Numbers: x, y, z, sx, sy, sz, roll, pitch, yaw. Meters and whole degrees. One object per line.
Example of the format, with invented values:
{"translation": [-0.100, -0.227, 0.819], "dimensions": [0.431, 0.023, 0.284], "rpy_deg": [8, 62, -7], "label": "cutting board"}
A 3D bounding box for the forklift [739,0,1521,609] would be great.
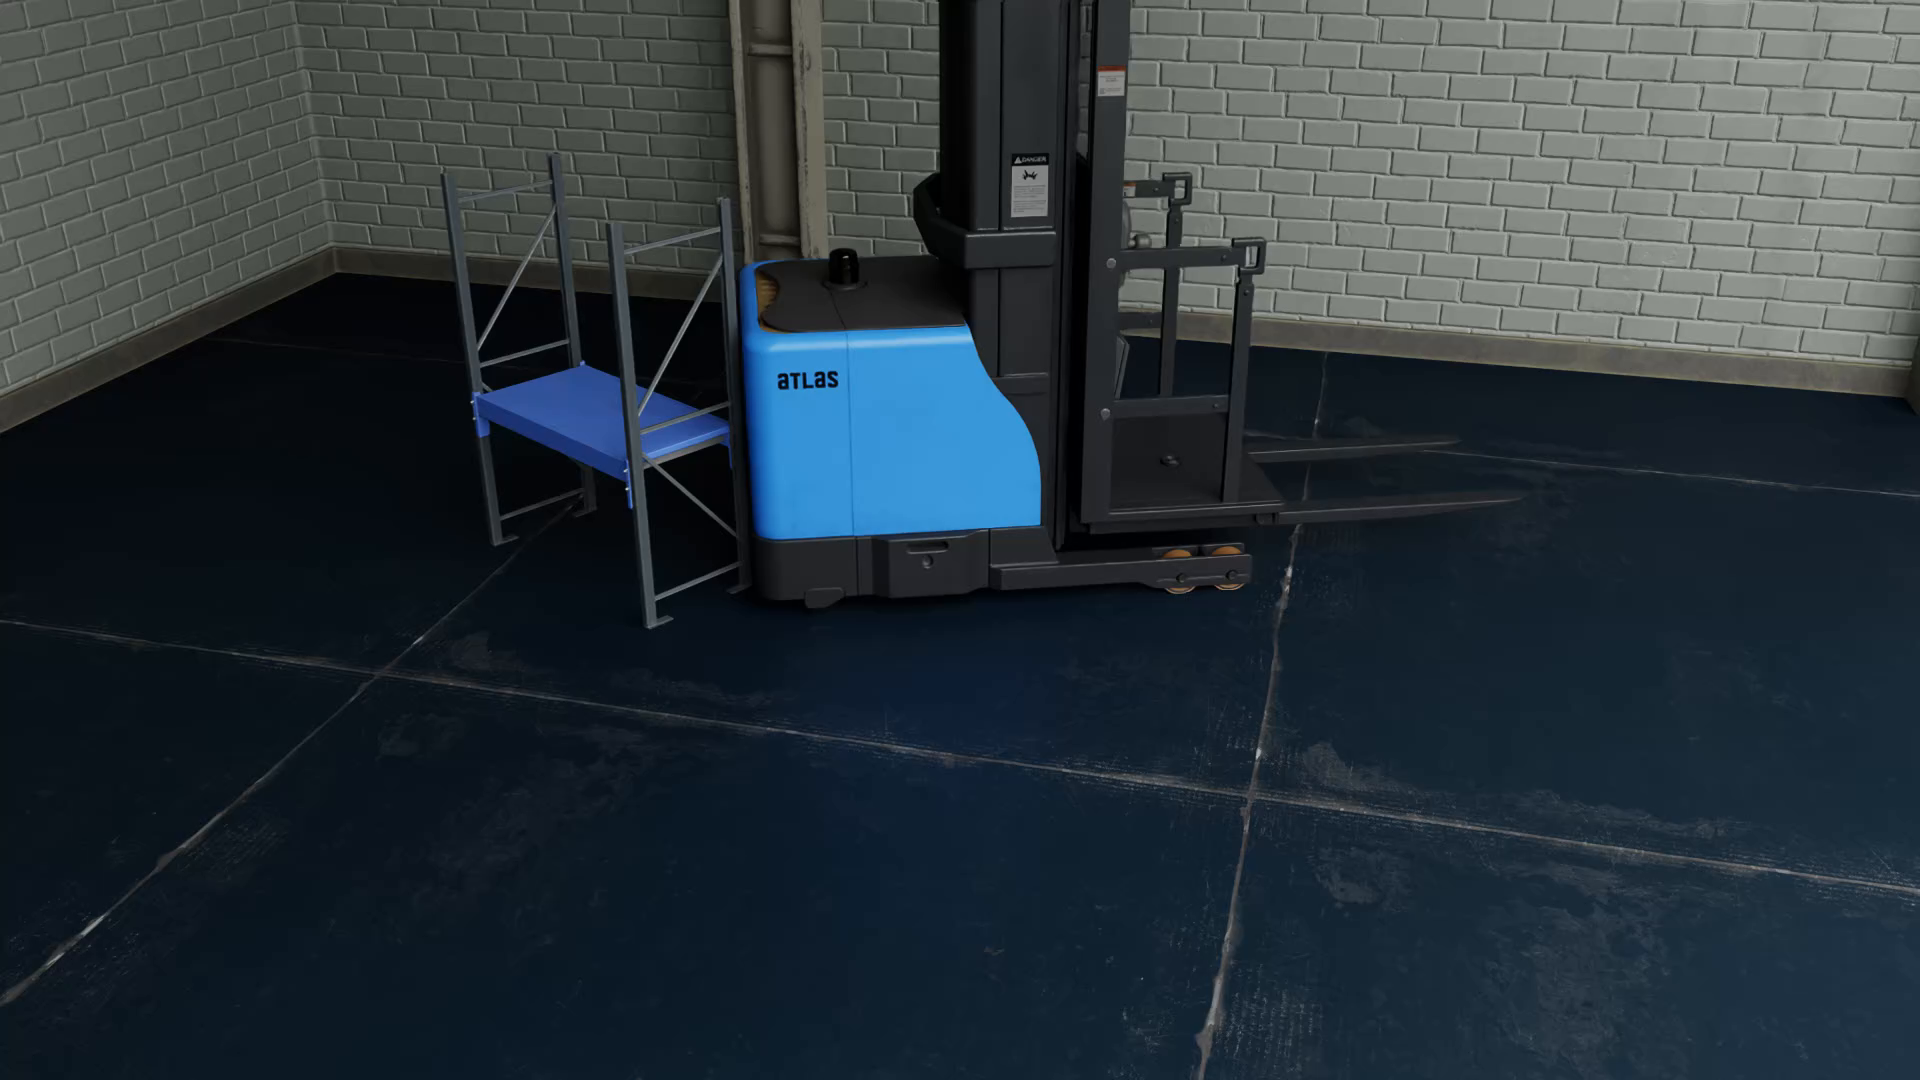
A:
{"translation": [0.677, -1.340, 6.155], "dimensions": [3.031, 2.935, 1.130], "rpy_deg": [-3, 26, -7], "label": "forklift"}

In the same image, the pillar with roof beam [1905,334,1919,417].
{"translation": [3.768, -2.905, 2.382], "dimensions": [0.400, 9.000, 9.100], "rpy_deg": [6, 26, 13], "label": "pillar with roof beam"}

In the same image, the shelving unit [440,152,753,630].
{"translation": [-1.346, -0.582, 6.228], "dimensions": [1.048, 1.500, 0.538], "rpy_deg": [22, 33, 38], "label": "shelving unit"}

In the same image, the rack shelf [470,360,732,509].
{"translation": [-1.346, -0.420, 6.305], "dimensions": [1.000, 0.185, 0.538], "rpy_deg": [22, 33, 38], "label": "rack shelf"}

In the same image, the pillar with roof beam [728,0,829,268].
{"translation": [-2.043, -3.547, 3.732], "dimensions": [0.400, 9.000, 9.100], "rpy_deg": [6, 26, 13], "label": "pillar with roof beam"}

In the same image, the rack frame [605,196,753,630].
{"translation": [-0.977, -0.432, 5.912], "dimensions": [0.032, 1.500, 0.500], "rpy_deg": [22, 33, 38], "label": "rack frame"}

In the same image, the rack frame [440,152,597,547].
{"translation": [-1.714, -0.732, 6.544], "dimensions": [0.032, 1.500, 0.500], "rpy_deg": [22, 33, 38], "label": "rack frame"}
